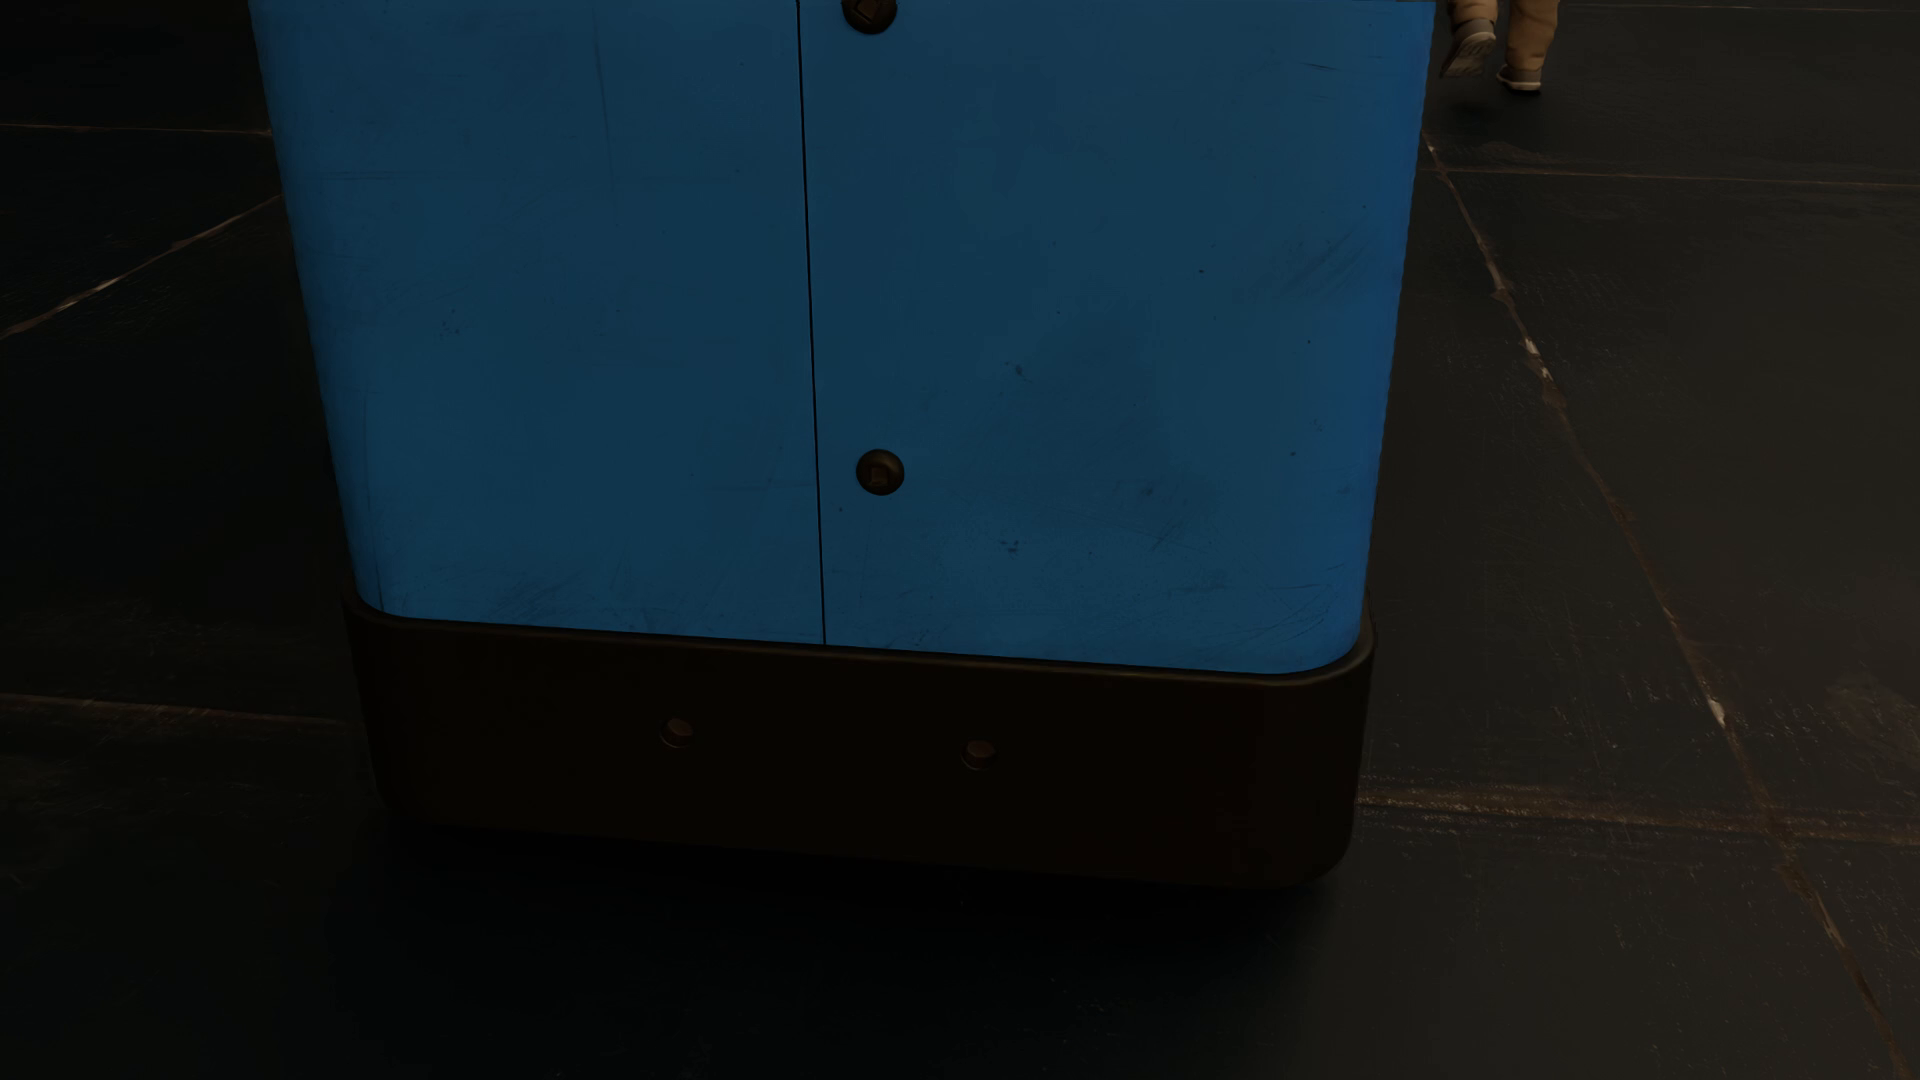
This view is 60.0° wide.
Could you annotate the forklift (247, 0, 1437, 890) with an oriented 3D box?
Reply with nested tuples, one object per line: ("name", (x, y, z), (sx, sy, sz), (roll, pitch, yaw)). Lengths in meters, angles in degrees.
("forklift", (0.063, -1.595, 2.414), (1.130, 2.935, 3.031), (3, 27, 7))

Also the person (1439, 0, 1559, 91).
("person", (1.755, -2.224, 5.049), (0.792, 1.710, 0.595), (2, 27, 4))
